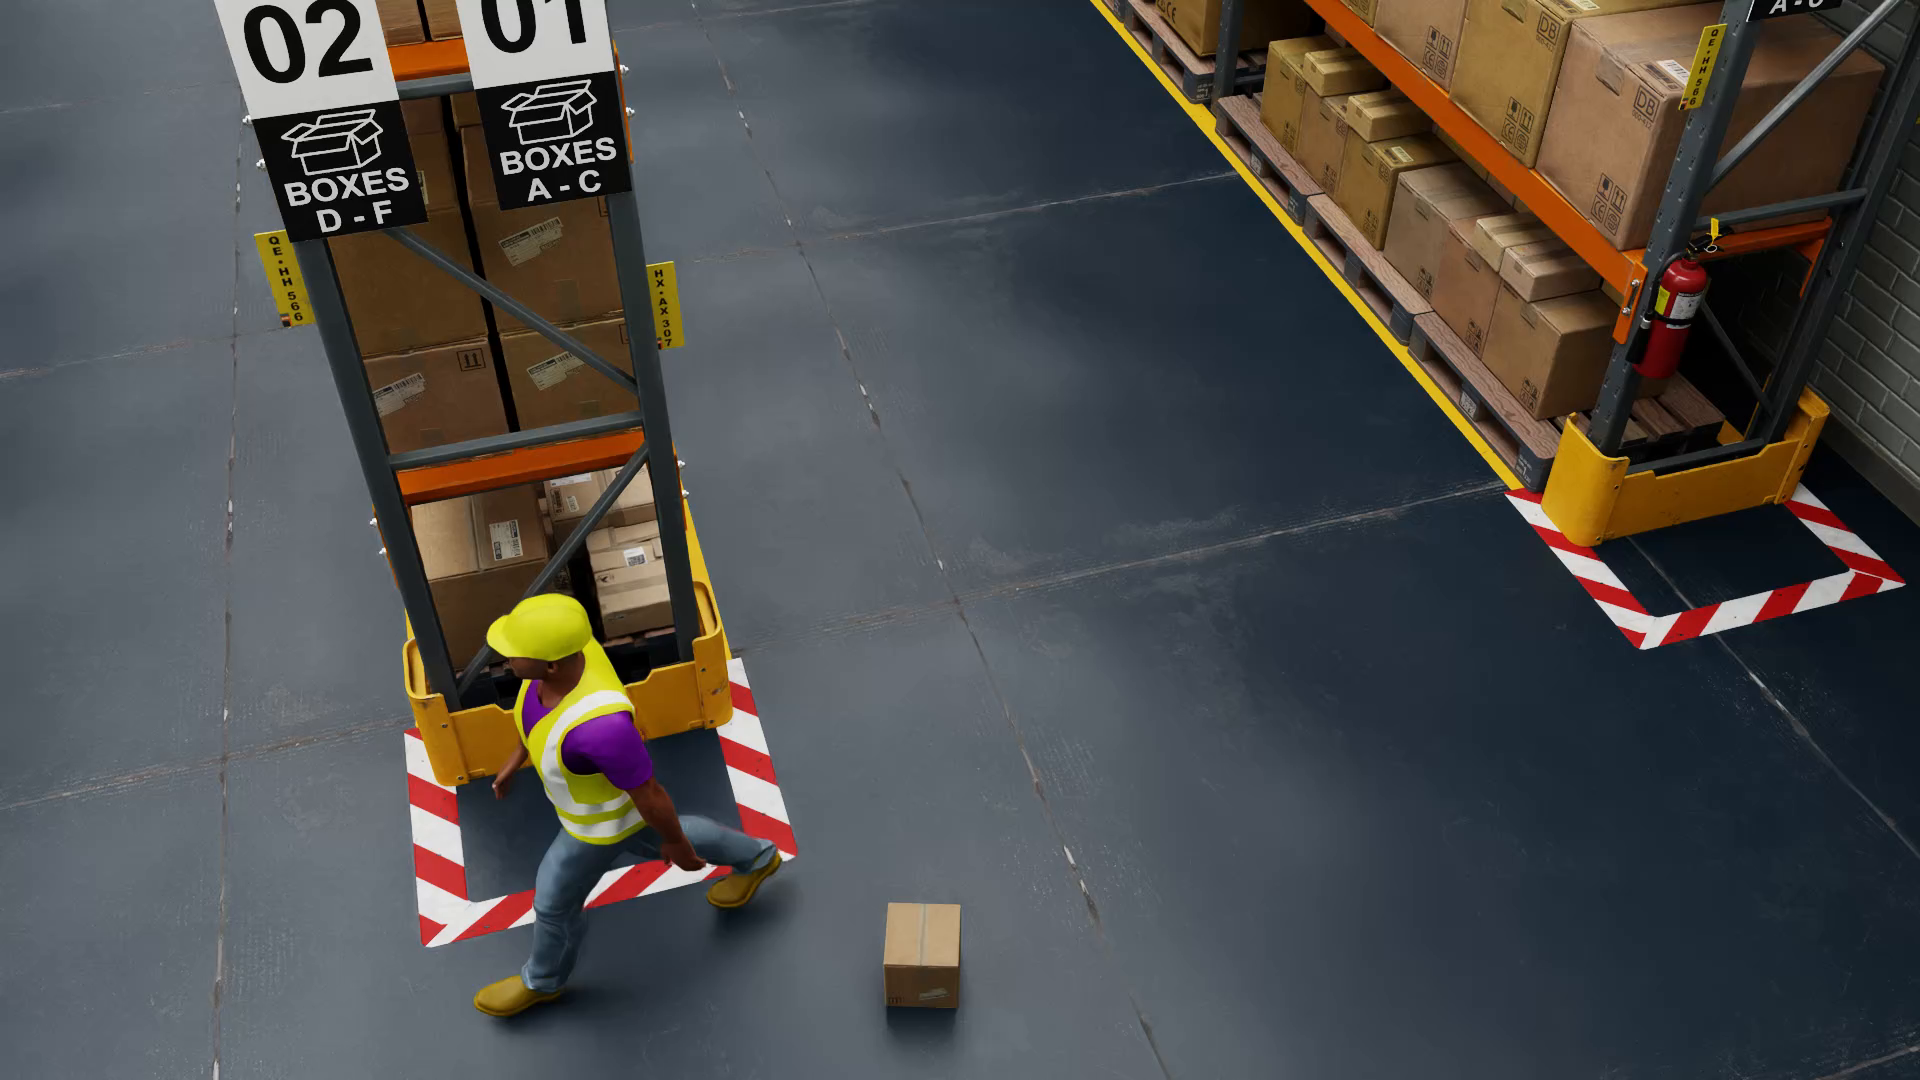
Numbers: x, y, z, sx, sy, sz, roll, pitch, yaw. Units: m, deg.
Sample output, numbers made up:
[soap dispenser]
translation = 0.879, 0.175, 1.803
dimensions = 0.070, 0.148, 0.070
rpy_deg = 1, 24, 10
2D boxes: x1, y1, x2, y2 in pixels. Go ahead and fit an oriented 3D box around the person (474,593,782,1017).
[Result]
[person]
translation = -1.139, 0.796, 5.286
dimensions = 1.123, 1.709, 0.608
rpy_deg = -13, 44, -14
